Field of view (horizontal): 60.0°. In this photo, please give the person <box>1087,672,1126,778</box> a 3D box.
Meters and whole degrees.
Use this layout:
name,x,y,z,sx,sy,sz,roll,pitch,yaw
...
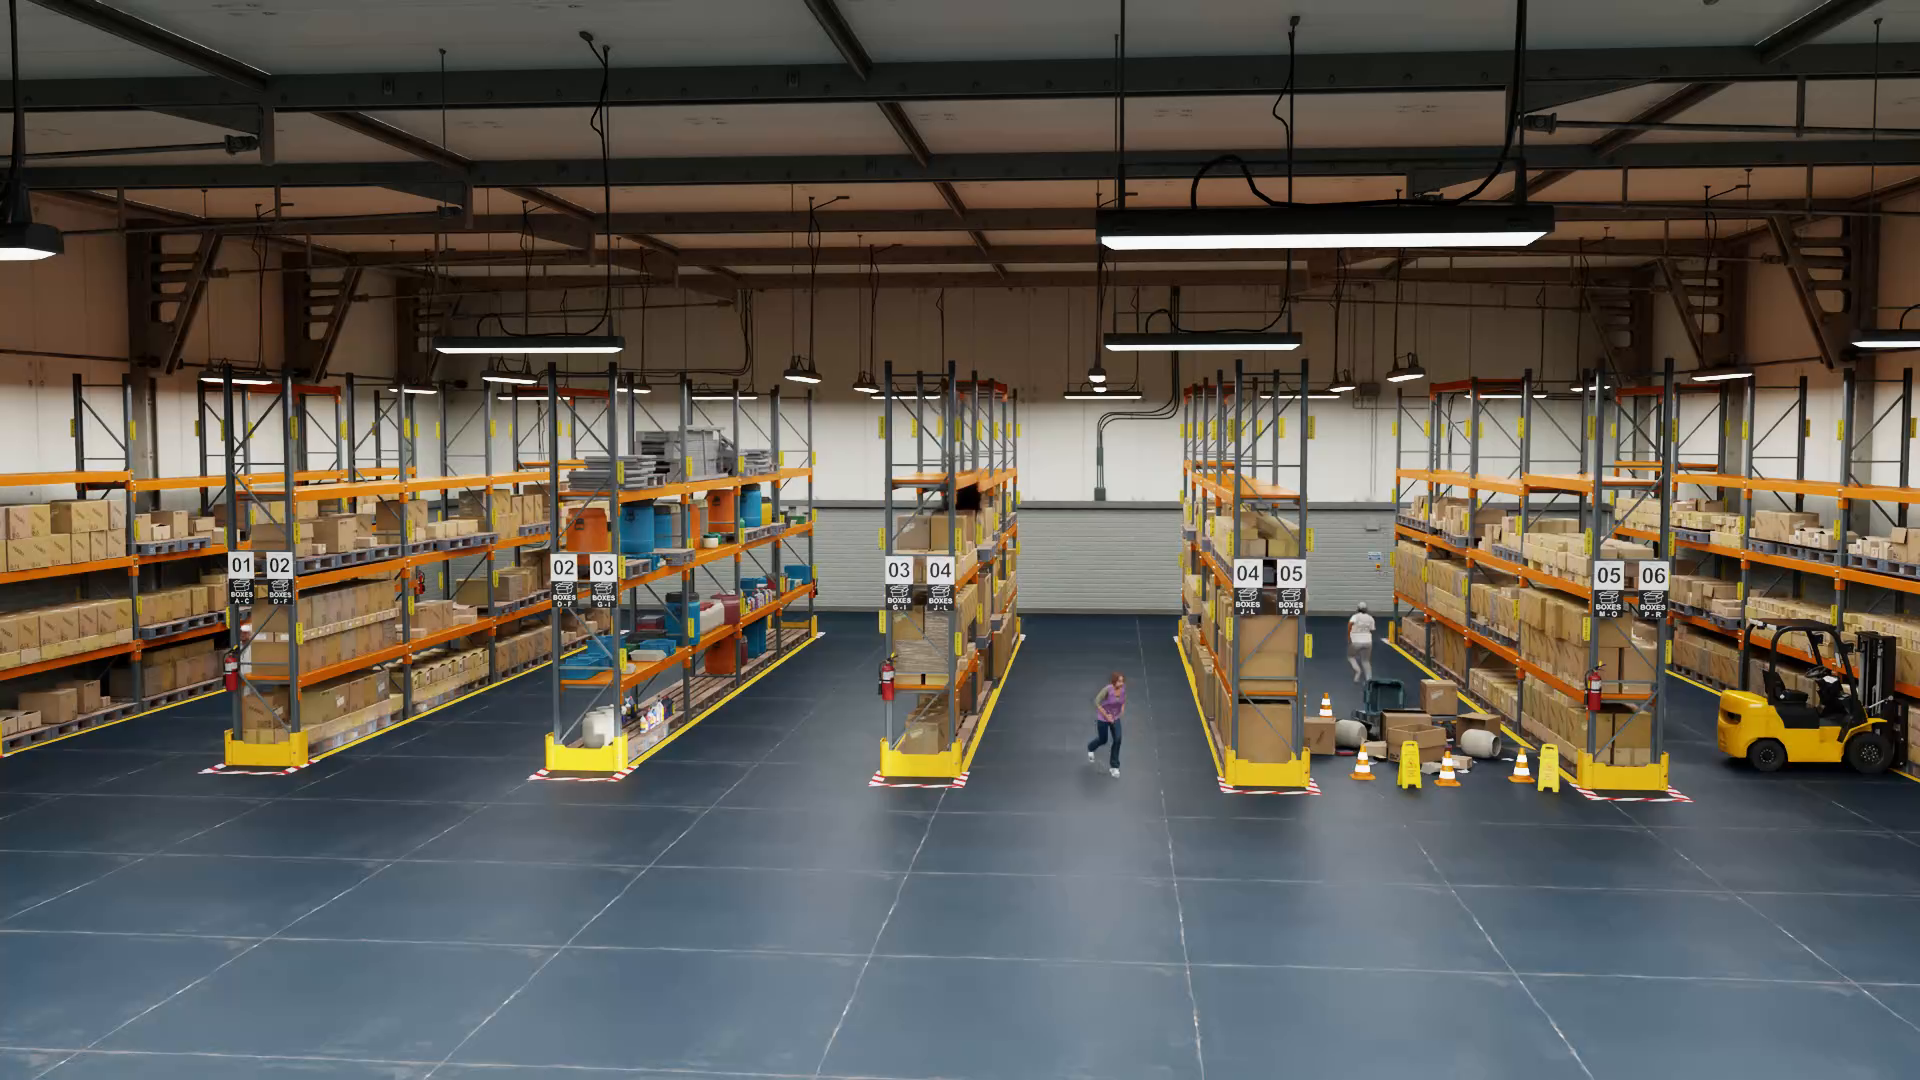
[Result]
name,x,y,z,sx,sy,sz,roll,pitch,yaw
person,2.136,2.658,24.360,0.569,1.547,0.902,-2,4,-30

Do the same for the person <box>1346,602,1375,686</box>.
name,x,y,z,sx,sy,sz,roll,pitch,yaw
person,7.852,2.033,32.676,0.621,1.622,0.760,0,4,-5

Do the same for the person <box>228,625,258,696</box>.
name,x,y,z,sx,sy,sz,roll,pitch,yaw
person,-12.011,2.296,28.014,0.669,1.733,0.760,0,4,-2
